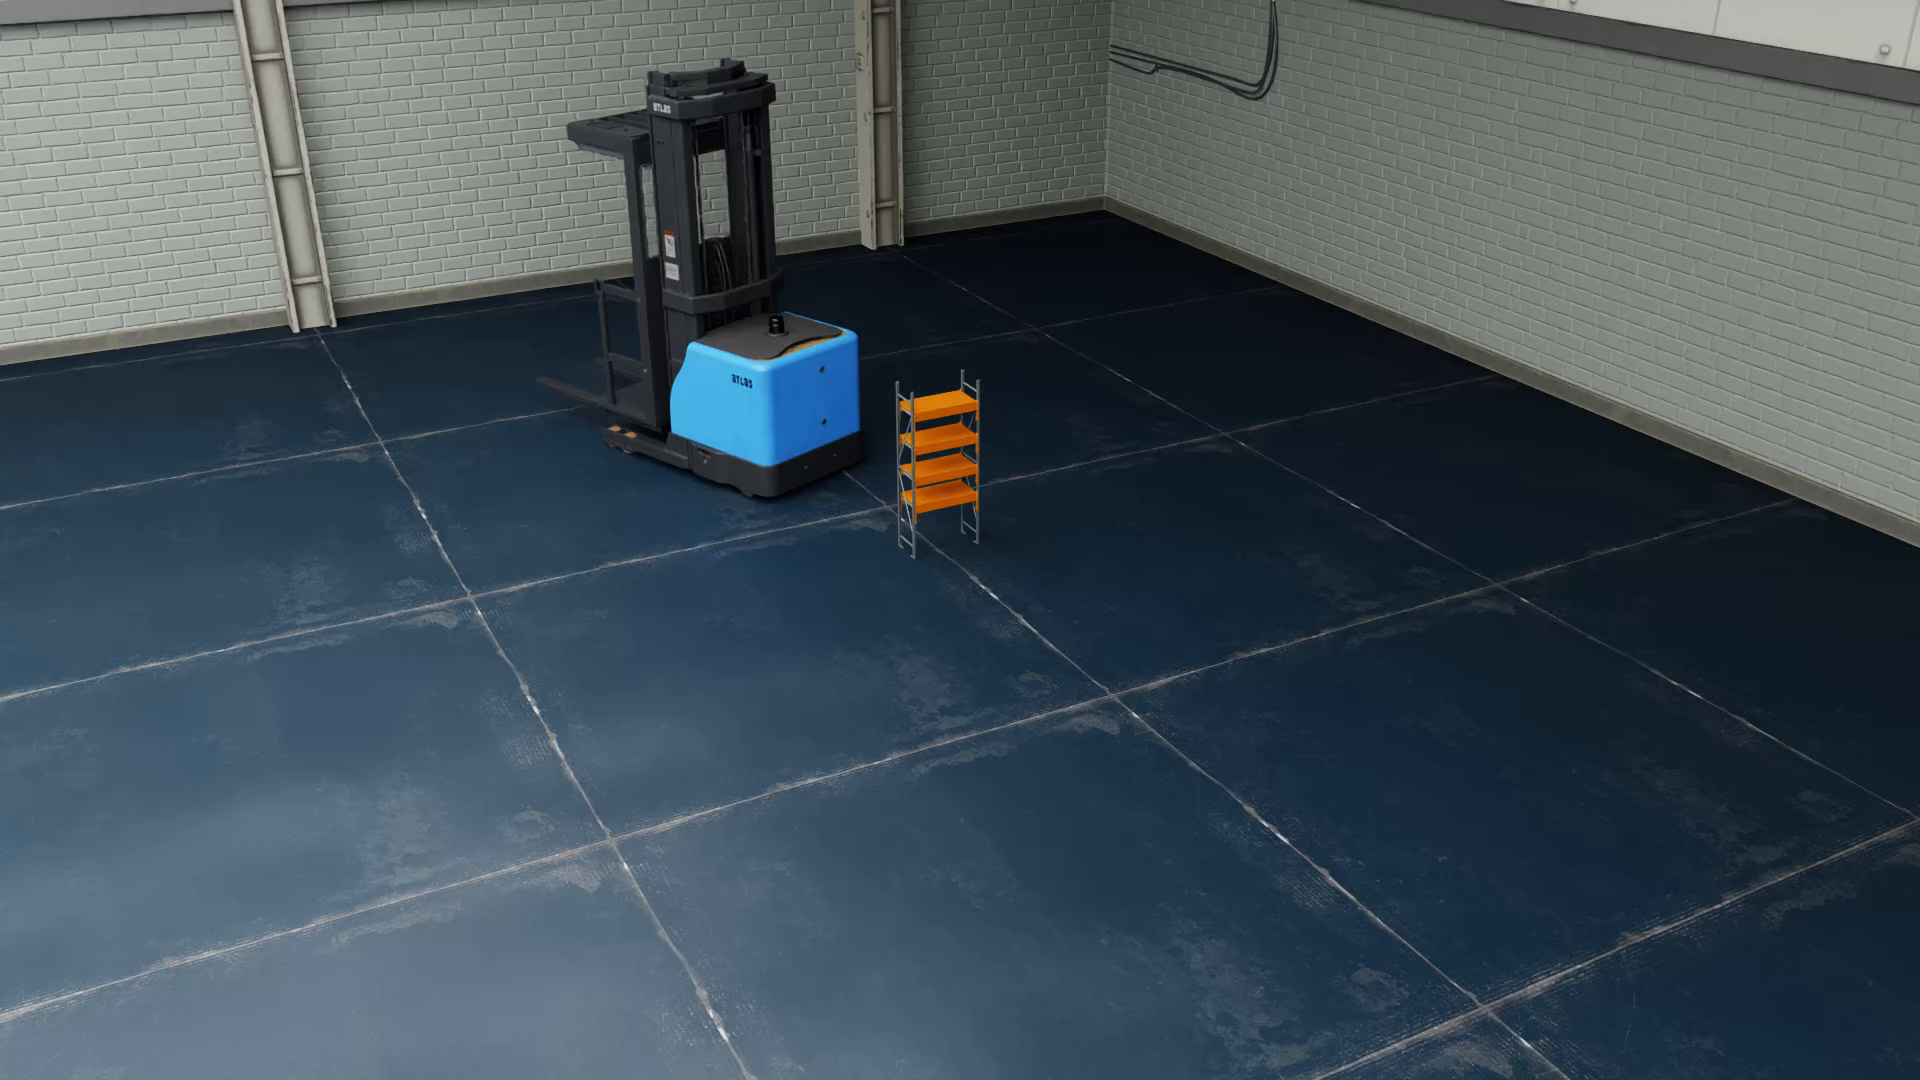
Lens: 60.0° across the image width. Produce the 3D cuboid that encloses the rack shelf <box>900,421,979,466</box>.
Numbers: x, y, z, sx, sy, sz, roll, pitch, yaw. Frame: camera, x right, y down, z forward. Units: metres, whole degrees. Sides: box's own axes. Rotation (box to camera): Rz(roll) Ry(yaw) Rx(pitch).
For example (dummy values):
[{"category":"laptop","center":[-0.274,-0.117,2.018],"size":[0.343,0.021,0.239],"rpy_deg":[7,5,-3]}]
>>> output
[{"category":"rack shelf","center":[-0.146,-0.648,11.155],"size":[0.480,0.148,0.258],"rpy_deg":[-13,29,-25]}]

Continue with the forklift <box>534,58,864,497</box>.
[{"category":"forklift","center":[-2.182,-2.146,12.636],"size":[3.031,2.935,1.130],"rpy_deg":[20,32,36]}]

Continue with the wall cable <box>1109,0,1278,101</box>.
[{"category":"wall cable","center":[2.366,-6.018,17.277],"size":[0.112,2.526,3.097],"rpy_deg":[-13,29,-25]}]

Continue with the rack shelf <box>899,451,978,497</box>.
[{"category":"rack shelf","center":[-0.146,-0.447,11.251],"size":[0.480,0.148,0.258],"rpy_deg":[-13,29,-25]}]

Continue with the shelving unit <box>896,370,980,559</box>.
[{"category":"shelving unit","center":[-0.146,-0.507,11.222],"size":[0.503,1.200,0.258],"rpy_deg":[-13,29,-25]}]

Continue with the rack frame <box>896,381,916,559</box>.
[{"category":"rack frame","center":[-0.361,-0.457,11.119],"size":[0.015,1.200,0.240],"rpy_deg":[-13,29,-25]}]

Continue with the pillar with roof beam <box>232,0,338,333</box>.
[{"category":"pillar with roof beam","center":[-4.124,-4.457,10.437],"size":[0.400,9.000,9.100],"rpy_deg":[-13,29,-25]}]

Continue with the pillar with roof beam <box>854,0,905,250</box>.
[{"category":"pillar with roof beam","center":[1.170,-5.679,12.983],"size":[0.400,9.000,9.100],"rpy_deg":[-13,29,-25]}]

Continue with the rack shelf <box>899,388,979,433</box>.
[{"category":"rack shelf","center":[-0.146,-0.861,11.052],"size":[0.480,0.148,0.258],"rpy_deg":[-13,29,-25]}]

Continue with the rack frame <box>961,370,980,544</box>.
[{"category":"rack frame","center":[0.069,-0.557,11.326],"size":[0.015,1.200,0.240],"rpy_deg":[-13,29,-25]}]

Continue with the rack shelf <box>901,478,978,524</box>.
[{"category":"rack shelf","center":[-0.146,-0.268,11.337],"size":[0.480,0.148,0.258],"rpy_deg":[-13,29,-25]}]
